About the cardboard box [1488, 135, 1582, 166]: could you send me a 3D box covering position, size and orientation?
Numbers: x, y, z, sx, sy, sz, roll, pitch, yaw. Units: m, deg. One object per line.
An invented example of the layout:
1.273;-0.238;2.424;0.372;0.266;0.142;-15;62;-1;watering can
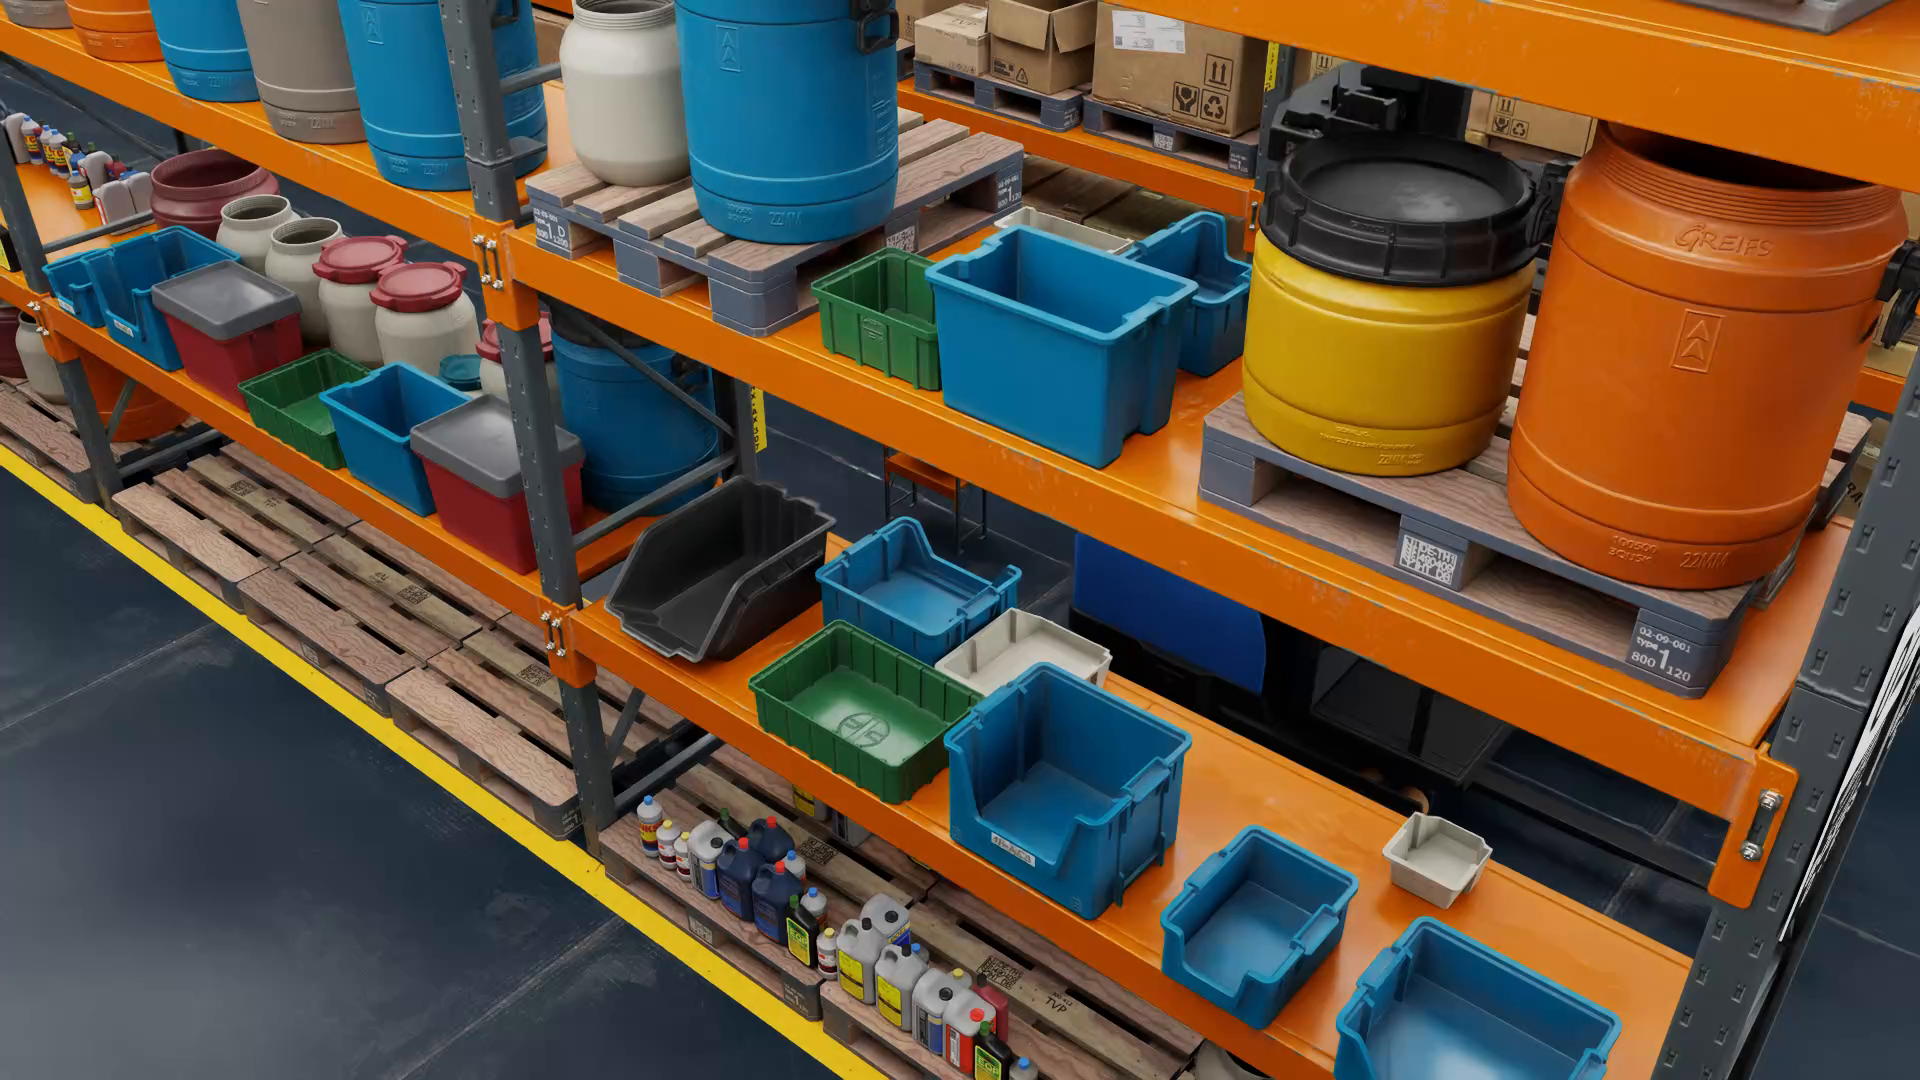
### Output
3.115;-1.935;8.566;0.500;0.500;0.875;25;42;32;cardboard box

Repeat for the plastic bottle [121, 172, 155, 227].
-4.371;-1.835;8.881;0.135;0.276;0.152;25;42;32;plastic bottle

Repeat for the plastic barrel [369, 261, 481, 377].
-2.330;-0.903;7.296;0.433;0.535;0.433;0;34;0;plastic barrel

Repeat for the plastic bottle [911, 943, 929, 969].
-0.158;1.527;5.960;0.097;0.201;0.097;0;34;0;plastic bottle

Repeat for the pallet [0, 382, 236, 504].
-4.878;-0.706;9.592;1.213;0.211;1.003;25;42;32;pallet

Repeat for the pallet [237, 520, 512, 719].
-2.741;0.301;8.126;1.213;0.211;1.003;25;42;32;pallet

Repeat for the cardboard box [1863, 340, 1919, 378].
4.304;-0.914;7.654;0.250;0.149;0.380;25;42;32;cardboard box

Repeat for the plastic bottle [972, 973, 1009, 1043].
0.103;1.623;5.747;0.133;0.283;0.061;25;42;32;plastic bottle

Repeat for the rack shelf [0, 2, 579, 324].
-2.708;-1.804;6.713;4.000;0.370;1.077;25;42;32;rack shelf

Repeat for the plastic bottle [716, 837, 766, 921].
-0.816;1.244;6.240;0.185;0.351;0.144;26;42;33;plastic bottle

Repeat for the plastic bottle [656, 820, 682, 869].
-1.129;1.176;6.472;0.097;0.201;0.097;0;34;0;plastic bottle

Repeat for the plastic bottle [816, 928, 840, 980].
-0.469;1.487;6.019;0.097;0.201;0.097;0;34;0;plastic bottle

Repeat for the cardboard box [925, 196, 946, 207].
-0.114;-2.465;11.509;0.500;0.500;0.700;22;40;28;cardboard box

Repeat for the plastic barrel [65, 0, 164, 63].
-3.250;-2.373;6.527;0.708;0.830;0.600;25;42;32;plastic barrel

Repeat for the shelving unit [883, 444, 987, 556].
-0.127;-0.555;8.498;0.503;1.200;0.258;25;42;32;shelving unit

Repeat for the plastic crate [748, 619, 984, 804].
-0.308;0.562;5.469;0.662;0.188;0.450;25;42;32;plastic crate

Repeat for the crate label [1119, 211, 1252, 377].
0.676;-0.688;4.583;0.408;0.251;0.502;25;42;32;crate label

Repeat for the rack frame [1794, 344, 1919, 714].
1.903;-1.164;2.496;0.127;3.000;1.000;25;42;32;rack frame

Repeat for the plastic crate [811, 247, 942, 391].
-0.133;-0.599;4.510;0.450;0.188;0.336;25;42;32;plastic crate

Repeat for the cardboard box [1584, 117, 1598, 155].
3.342;-2.059;7.864;0.500;0.500;0.500;25;42;32;cardboard box

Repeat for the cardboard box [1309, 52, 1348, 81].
2.181;-2.597;8.647;0.500;0.500;0.500;25;42;32;cardboard box

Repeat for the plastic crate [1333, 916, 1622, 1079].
1.327;1.319;4.310;0.616;0.251;0.499;25;42;32;plastic crate

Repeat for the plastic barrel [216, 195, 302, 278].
-3.318;-1.355;7.974;0.421;0.512;0.421;0;34;0;plastic barrel

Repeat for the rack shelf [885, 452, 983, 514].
-0.127;-0.335;8.648;0.480;0.148;0.258;25;42;32;rack shelf

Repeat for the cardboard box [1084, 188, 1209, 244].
1.185;-1.858;10.625;0.500;0.500;0.700;25;42;32;cardboard box

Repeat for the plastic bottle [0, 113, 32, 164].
-5.437;-2.337;9.613;0.135;0.276;0.152;25;42;32;plastic bottle

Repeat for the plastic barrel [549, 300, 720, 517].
-1.274;-0.618;6.557;0.708;0.901;0.600;25;42;32;plastic barrel

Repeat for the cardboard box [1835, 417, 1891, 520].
4.603;-0.222;8.260;0.500;0.500;0.500;-25;42;-32;cardboard box

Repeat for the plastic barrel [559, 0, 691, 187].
-0.966;-1.354;4.952;0.421;0.512;0.421;0;34;0;plastic barrel

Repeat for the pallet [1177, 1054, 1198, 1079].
1.194;2.155;5.425;1.213;0.211;1.003;25;42;32;pallet

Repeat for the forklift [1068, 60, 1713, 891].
1.977;-0.347;6.667;3.031;2.935;1.130;24;41;31;forklift

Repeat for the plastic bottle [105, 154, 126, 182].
-4.594;-1.977;9.082;0.133;0.283;0.061;25;42;32;plastic bottle

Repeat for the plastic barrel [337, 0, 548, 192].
-1.701;-1.672;5.443;0.708;0.901;0.600;25;42;32;plastic barrel

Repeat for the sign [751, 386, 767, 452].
-0.811;-0.489;6.568;0.005;0.325;0.100;25;42;32;sign

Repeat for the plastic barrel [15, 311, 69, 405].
-5.123;-1.071;9.487;0.421;0.512;0.421;0;34;0;plastic barrel

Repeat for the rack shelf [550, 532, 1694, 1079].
0.366;0.881;5.452;4.000;0.370;1.077;25;42;32;rack shelf

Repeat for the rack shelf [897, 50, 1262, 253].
0.461;-2.722;10.700;4.000;0.370;1.077;25;42;32;rack shelf

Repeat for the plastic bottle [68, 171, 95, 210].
-4.792;-1.910;9.058;0.097;0.201;0.097;0;34;0;plastic bottle

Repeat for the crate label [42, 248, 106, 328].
-4.161;-1.204;8.001;0.416;0.233;0.303;25;42;32;crate label

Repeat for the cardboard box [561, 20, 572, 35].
-2.273;-3.626;12.886;0.875;0.875;1.225;25;42;32;cardboard box

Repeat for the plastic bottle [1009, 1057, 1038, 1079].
0.211;1.807;5.552;0.097;0.201;0.097;0;34;0;plastic bottle

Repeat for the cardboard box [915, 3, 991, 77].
0.065;-3.147;10.445;0.500;0.250;0.500;24;41;31;cardboard box

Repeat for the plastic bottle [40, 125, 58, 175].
-5.153;-2.221;9.449;0.097;0.271;0.097;0;34;0;plastic bottle

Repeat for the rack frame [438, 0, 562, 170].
-1.171;-2.613;4.605;0.127;3.000;1.000;25;42;32;rack frame

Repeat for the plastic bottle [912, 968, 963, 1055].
-0.072;1.623;5.755;0.135;0.276;0.152;24;41;31;plastic bottle

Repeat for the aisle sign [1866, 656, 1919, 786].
2.146;0.136;3.606;0.004;0.787;0.394;25;42;32;aisle sign

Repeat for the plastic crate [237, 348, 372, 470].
-2.690;-0.560;7.103;0.662;0.188;0.450;25;42;32;plastic crate

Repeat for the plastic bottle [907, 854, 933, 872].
-0.142;1.147;6.441;0.133;0.283;0.061;25;42;32;plastic bottle

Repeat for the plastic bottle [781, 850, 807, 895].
-0.628;1.277;6.263;0.097;0.271;0.097;0;34;0;plastic bottle

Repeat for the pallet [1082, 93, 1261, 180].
1.504;-2.555;9.991;1.213;0.211;1.003;25;42;32;pallet
